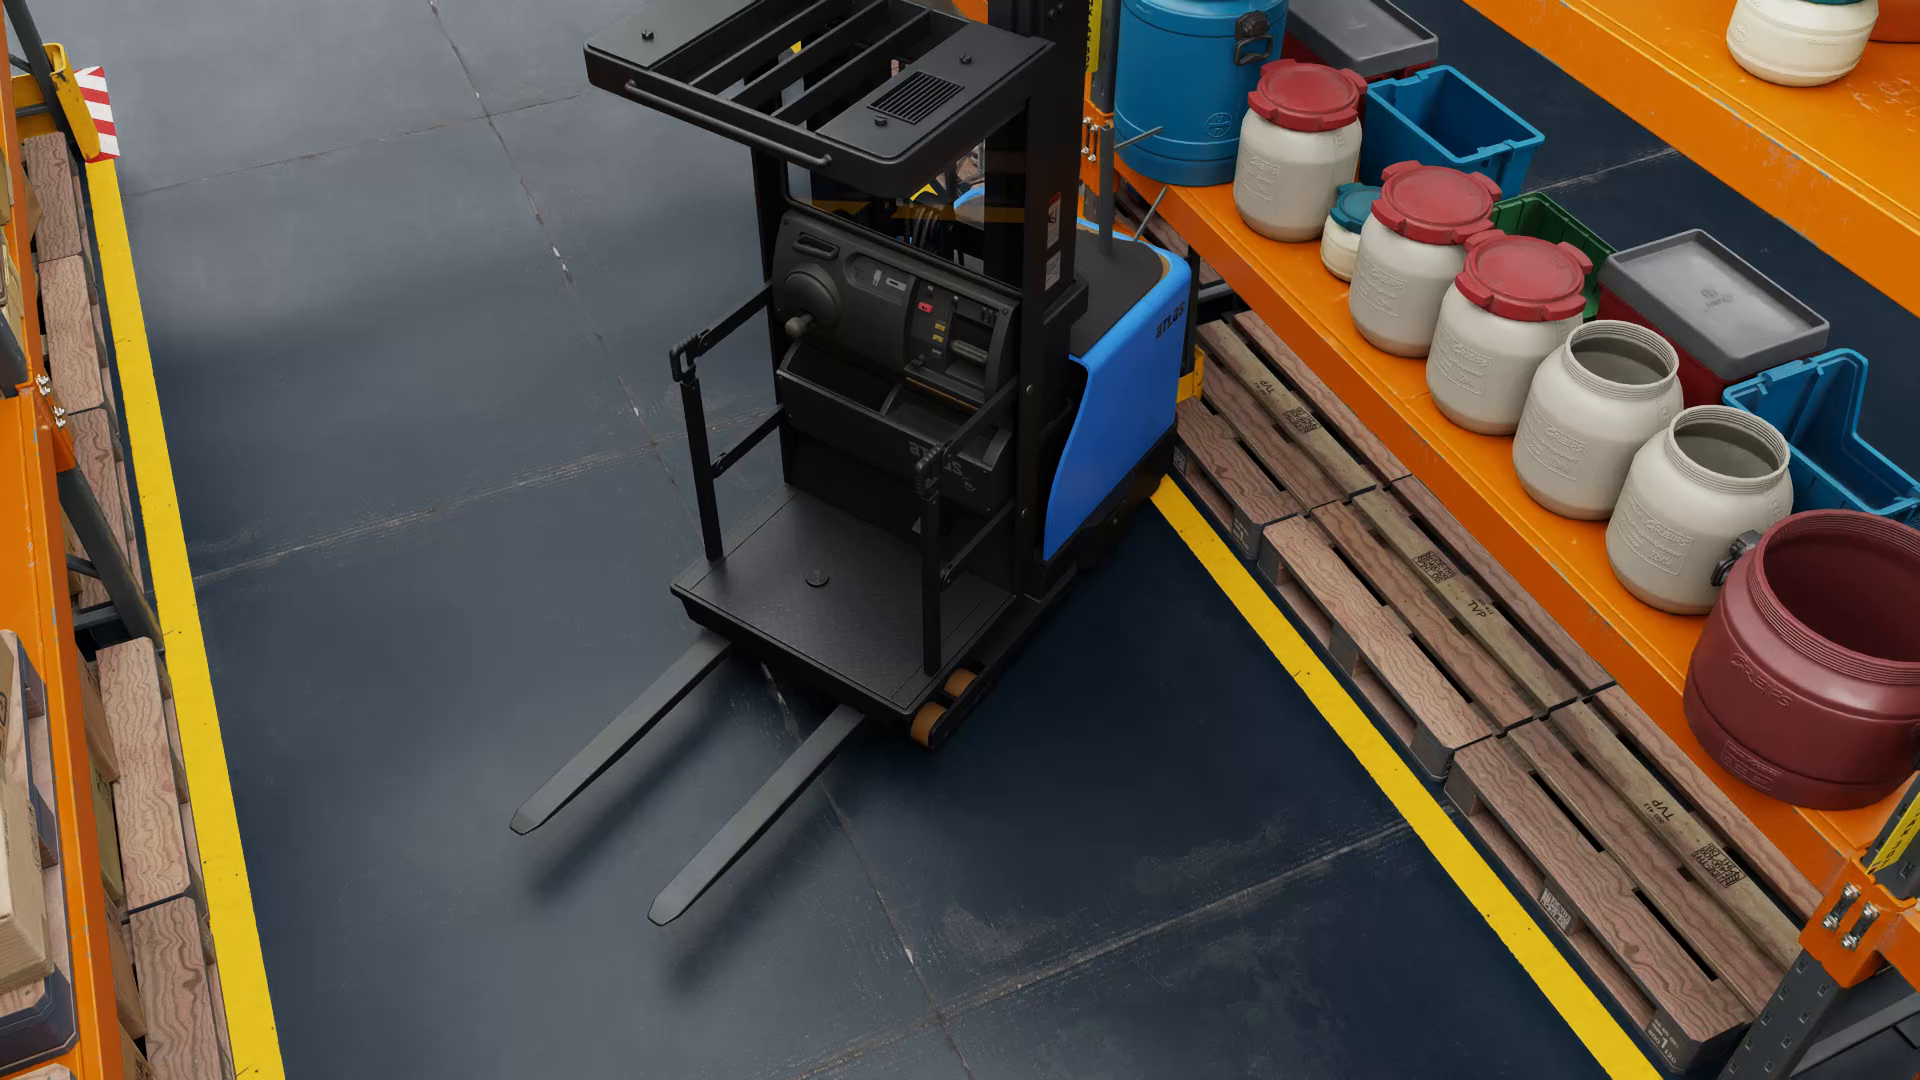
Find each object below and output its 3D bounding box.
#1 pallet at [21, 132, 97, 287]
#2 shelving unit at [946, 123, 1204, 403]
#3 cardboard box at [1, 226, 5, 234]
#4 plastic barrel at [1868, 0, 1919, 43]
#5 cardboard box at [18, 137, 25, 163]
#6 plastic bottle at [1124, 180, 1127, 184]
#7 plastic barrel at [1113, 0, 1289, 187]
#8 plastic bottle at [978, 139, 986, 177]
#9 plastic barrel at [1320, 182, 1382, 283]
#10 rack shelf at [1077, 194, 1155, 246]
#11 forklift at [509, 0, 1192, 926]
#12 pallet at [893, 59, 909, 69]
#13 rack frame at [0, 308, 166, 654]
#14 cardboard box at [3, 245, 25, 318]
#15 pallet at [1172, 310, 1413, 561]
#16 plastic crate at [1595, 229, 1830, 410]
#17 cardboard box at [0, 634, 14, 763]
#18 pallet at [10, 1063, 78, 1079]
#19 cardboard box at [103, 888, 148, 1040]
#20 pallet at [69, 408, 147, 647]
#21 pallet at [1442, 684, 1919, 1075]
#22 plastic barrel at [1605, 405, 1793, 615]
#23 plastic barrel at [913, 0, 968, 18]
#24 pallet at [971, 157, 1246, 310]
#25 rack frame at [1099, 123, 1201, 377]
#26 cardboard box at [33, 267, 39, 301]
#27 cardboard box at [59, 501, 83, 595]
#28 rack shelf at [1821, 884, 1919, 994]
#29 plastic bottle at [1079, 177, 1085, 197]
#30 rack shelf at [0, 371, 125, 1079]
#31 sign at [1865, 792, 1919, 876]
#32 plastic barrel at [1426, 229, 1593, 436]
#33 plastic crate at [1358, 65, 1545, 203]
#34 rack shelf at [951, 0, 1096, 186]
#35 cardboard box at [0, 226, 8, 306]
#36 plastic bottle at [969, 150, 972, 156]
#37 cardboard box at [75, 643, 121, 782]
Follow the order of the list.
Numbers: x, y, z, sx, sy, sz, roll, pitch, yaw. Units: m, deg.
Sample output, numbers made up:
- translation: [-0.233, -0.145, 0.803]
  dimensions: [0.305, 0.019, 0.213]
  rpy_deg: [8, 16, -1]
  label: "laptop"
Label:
- translation: [-4.838, -1.513, 8.133]
  dimensions: [1.003, 0.211, 1.213]
  rpy_deg: [-18, 47, -17]
  label: "pallet"
- translation: [0.456, -1.306, 6.825]
  dimensions: [0.587, 1.500, 1.083]
  rpy_deg: [-28, 49, -23]
  label: "shelving unit"
- translation: [-3.652, -1.141, 5.949]
  dimensions: [0.380, 0.149, 0.250]
  rpy_deg: [-18, 47, -17]
  label: "cardboard box"
- translation: [2.255, -1.672, 3.867]
  dimensions: [0.600, 0.830, 0.708]
  rpy_deg: [-18, 47, -17]
  label: "plastic barrel"
- translation: [-4.932, -1.939, 8.060]
  dimensions: [0.500, 0.500, 0.500]
  rpy_deg: [-10, 45, -10]
  label: "cardboard box"
- translation: [0.863, -1.875, 8.144]
  dimensions: [0.097, 0.271, 0.097]
  rpy_deg: [0, 45, 0]
  label: "plastic bottle"
- translation: [0.884, -1.839, 6.121]
  dimensions: [0.600, 0.901, 0.708]
  rpy_deg: [-18, 47, -17]
  label: "plastic barrel"
- translation: [0.183, -1.941, 8.208]
  dimensions: [0.152, 0.276, 0.135]
  rpy_deg: [-17, 47, -17]
  label: "plastic bottle"
- translation: [1.414, -1.058, 5.785]
  dimensions: [0.301, 0.262, 0.301]
  rpy_deg: [0, 45, 0]
  label: "plastic barrel"
- translation: [0.459, -1.183, 6.956]
  dimensions: [0.538, 0.185, 1.000]
  rpy_deg: [-28, 49, -23]
  label: "rack shelf"
- translation: [-0.353, -0.683, 5.355]
  dimensions: [1.130, 2.935, 3.031]
  rpy_deg: [26, 50, 24]
  label: "forklift"
- translation: [-0.274, -2.999, 9.639]
  dimensions: [1.003, 0.211, 1.213]
  rpy_deg: [-18, 47, -17]
  label: "pallet"
- translation: [-3.497, -0.533, 5.155]
  dimensions: [1.000, 3.000, 0.127]
  rpy_deg: [-18, 47, -17]
  label: "rack frame"
- translation: [-3.408, -0.833, 5.637]
  dimensions: [0.380, 0.149, 0.250]
  rpy_deg: [-18, 47, -17]
  label: "cardboard box"
- translation: [1.362, -0.514, 7.121]
  dimensions: [1.003, 0.211, 1.213]
  rpy_deg: [-18, 47, -17]
  label: "pallet"
- translation: [2.276, -0.590, 5.167]
  dimensions: [0.402, 0.464, 0.583]
  rpy_deg: [-18, 47, -17]
  label: "plastic crate"
- translation: [-2.685, 0.358, 3.879]
  dimensions: [0.797, 0.503, 0.637]
  rpy_deg: [-14, 46, -13]
  label: "cardboard box"
- translation: [-2.212, 1.661, 3.067]
  dimensions: [1.213, 0.211, 1.003]
  rpy_deg: [-18, 47, -17]
  label: "pallet"
- translation: [-2.840, 1.263, 4.800]
  dimensions: [0.700, 0.500, 0.500]
  rpy_deg: [-22, 49, -21]
  label: "cardboard box"
- translation: [-3.812, 0.042, 6.557]
  dimensions: [1.003, 0.211, 1.213]
  rpy_deg: [-18, 47, -17]
  label: "pallet"
- translation: [2.388, 1.040, 5.545]
  dimensions: [1.003, 0.211, 1.213]
  rpy_deg: [-18, 47, -17]
  label: "pallet"
- translation: [2.052, -0.079, 4.615]
  dimensions: [0.421, 0.512, 0.421]
  rpy_deg: [0, 45, 0]
  label: "plastic barrel"
- translation: [-0.129, -3.093, 9.221]
  dimensions: [0.421, 0.512, 0.421]
  rpy_deg: [0, 45, 0]
  label: "plastic barrel"
- translation: [0.752, -1.444, 8.063]
  dimensions: [1.003, 0.211, 1.213]
  rpy_deg: [-18, 47, -17]
  label: "pallet"
- translation: [0.746, -1.033, 6.525]
  dimensions: [0.500, 1.500, 0.032]
  rpy_deg: [-28, 49, -23]
  label: "rack frame"
- translation: [-4.403, -1.164, 7.275]
  dimensions: [0.500, 0.500, 0.500]
  rpy_deg: [-14, 46, -14]
  label: "cardboard box"
- translation: [-3.629, -0.060, 6.156]
  dimensions: [0.500, 0.500, 0.500]
  rpy_deg: [-19, 48, -19]
  label: "cardboard box"
- translation: [3.519, 2.084, 3.015]
  dimensions: [1.077, 0.370, 4.000]
  rpy_deg: [-18, 47, -17]
  label: "rack shelf"
- translation: [0.595, -1.578, 7.786]
  dimensions: [0.144, 0.351, 0.185]
  rpy_deg: [-18, 47, -17]
  label: "plastic bottle"
- translation: [-2.657, 0.997, 4.116]
  dimensions: [1.077, 0.370, 4.000]
  rpy_deg: [-18, 47, -17]
  label: "rack shelf"
- translation: [2.182, 0.662, 3.827]
  dimensions: [0.100, 0.325, 0.005]
  rpy_deg: [-18, 47, -17]
  label: "sign"
- translation: [1.690, -0.627, 5.153]
  dimensions: [0.433, 0.535, 0.433]
  rpy_deg: [0, 45, 0]
  label: "plastic barrel"
- translation: [1.742, -1.379, 6.024]
  dimensions: [0.392, 0.384, 0.575]
  rpy_deg: [-18, 47, -17]
  label: "plastic crate"
- translation: [0.155, -3.014, 8.182]
  dimensions: [1.077, 0.370, 4.000]
  rpy_deg: [-18, 47, -17]
  label: "rack shelf"
- translation: [-3.631, -0.980, 5.324]
  dimensions: [0.875, 0.500, 0.500]
  rpy_deg: [-18, 47, -17]
  label: "cardboard box"
- translation: [0.065, -2.072, 8.343]
  dimensions: [0.097, 0.271, 0.097]
  rpy_deg: [0, 45, 0]
  label: "plastic bottle"
- translation: [-3.259, 0.597, 5.475]
  dimensions: [0.700, 0.500, 0.500]
  rpy_deg: [-22, 49, -20]
  label: "cardboard box"
